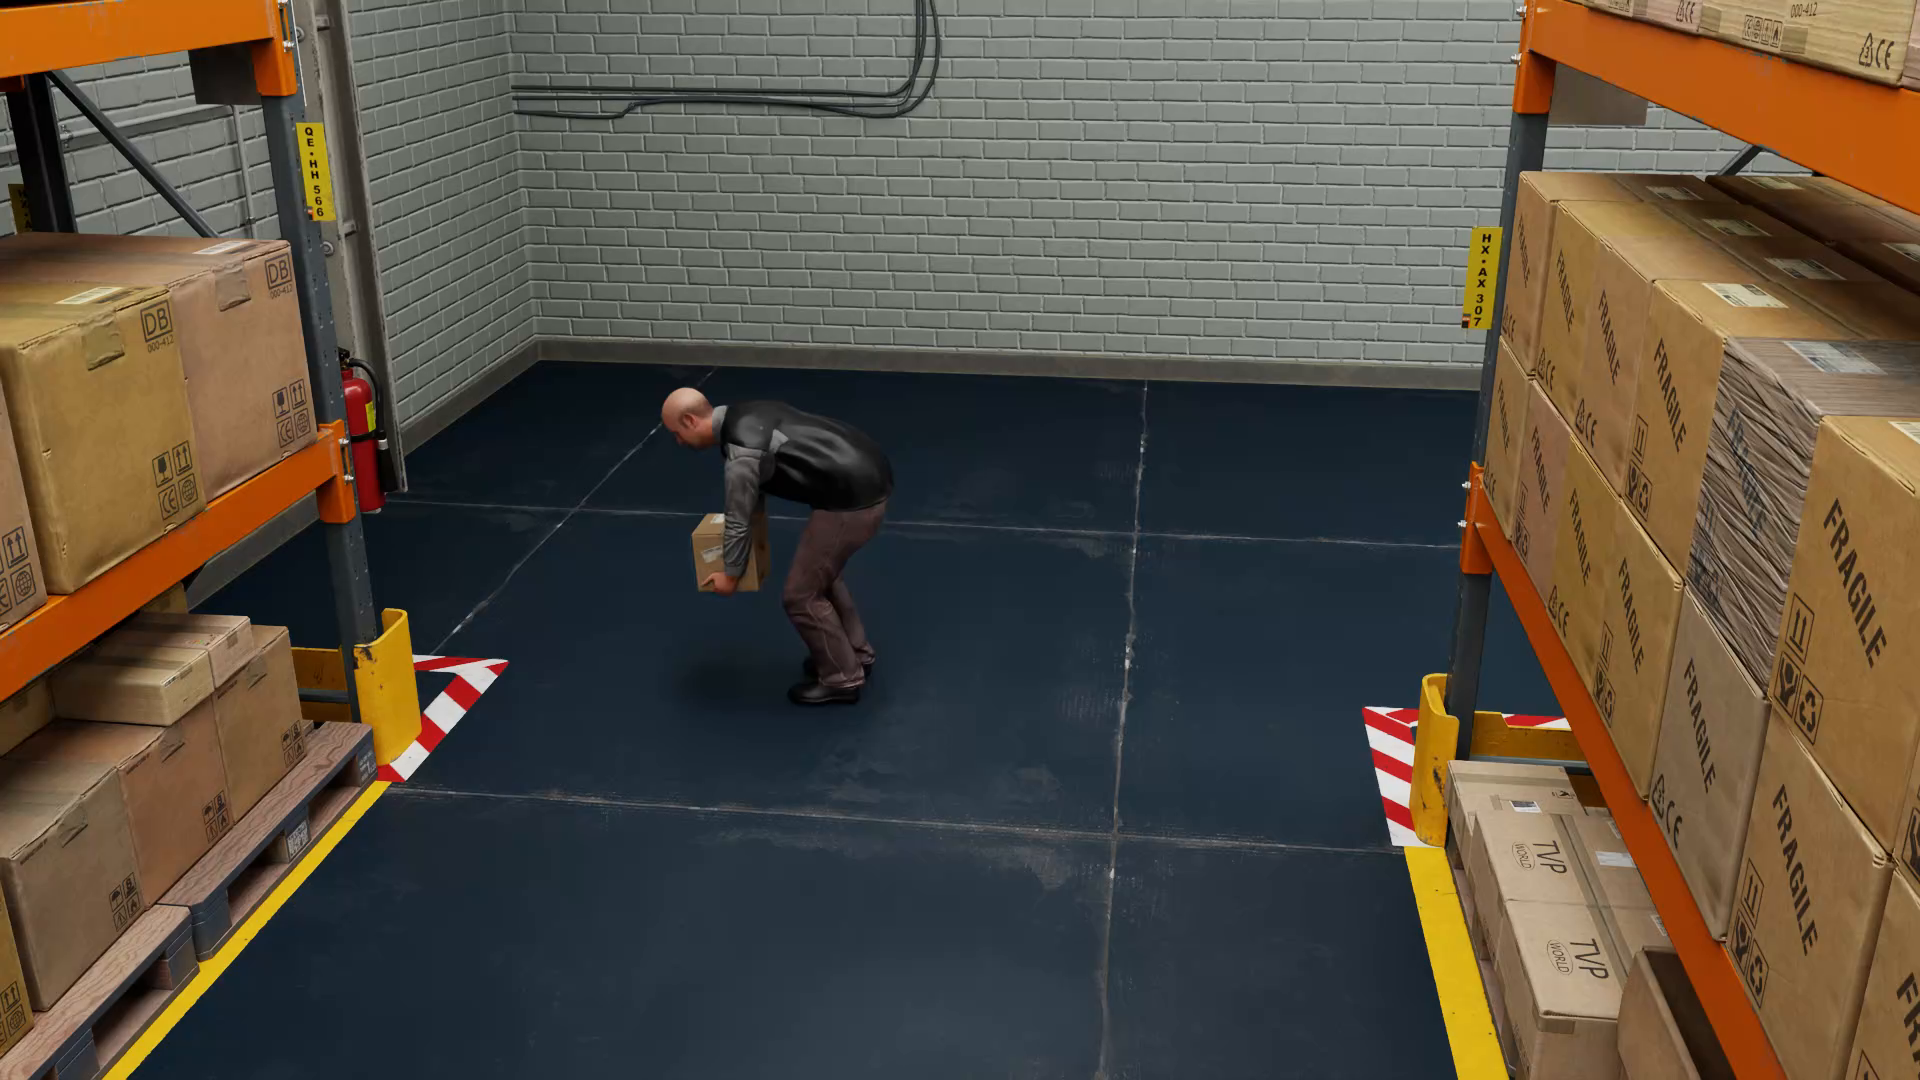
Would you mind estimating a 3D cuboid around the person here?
[{"bbox_3d":[-0.721,0.008,6.720,0.909,1.276,0.476,2,21,5],"label":"person"}]
